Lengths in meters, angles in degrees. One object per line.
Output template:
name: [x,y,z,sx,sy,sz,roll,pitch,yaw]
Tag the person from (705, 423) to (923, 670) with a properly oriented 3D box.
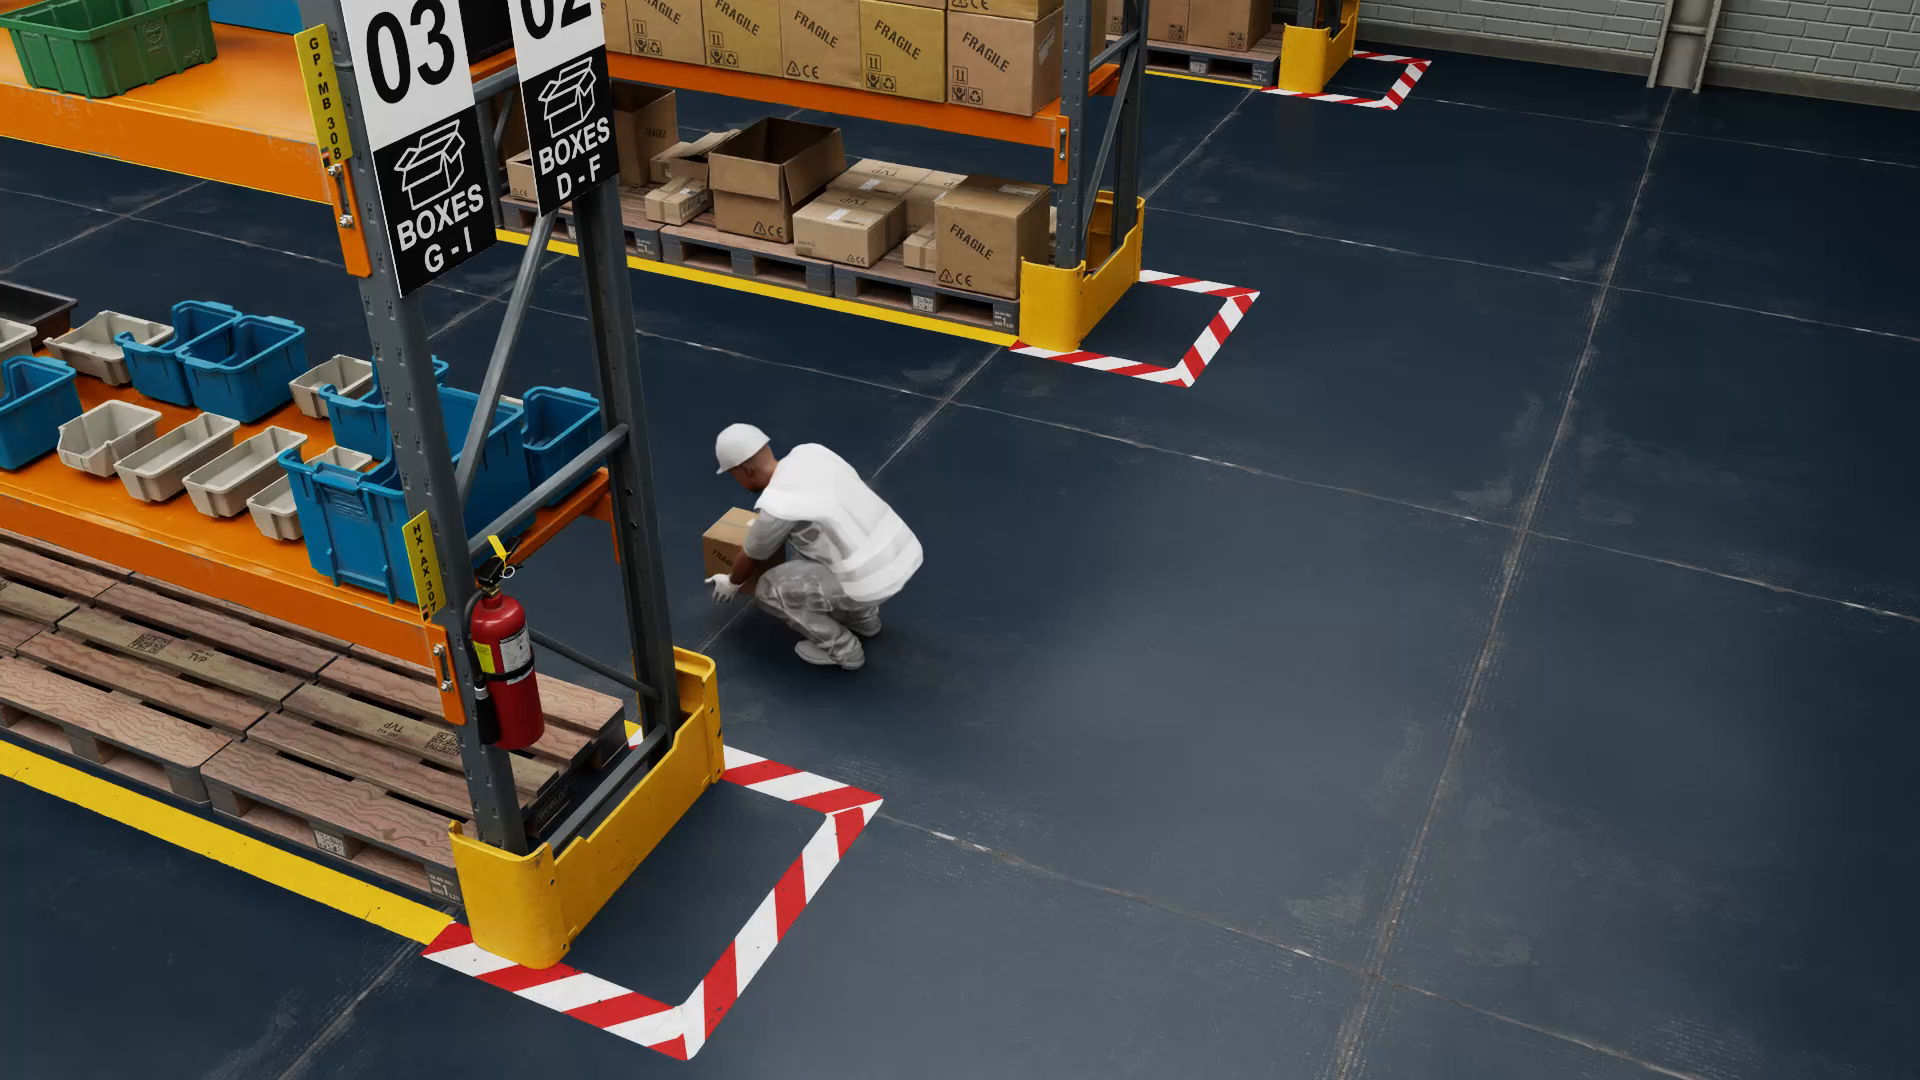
person: [-0.622,0.002,6.842,0.906,0.998,0.559,14,36,20]
